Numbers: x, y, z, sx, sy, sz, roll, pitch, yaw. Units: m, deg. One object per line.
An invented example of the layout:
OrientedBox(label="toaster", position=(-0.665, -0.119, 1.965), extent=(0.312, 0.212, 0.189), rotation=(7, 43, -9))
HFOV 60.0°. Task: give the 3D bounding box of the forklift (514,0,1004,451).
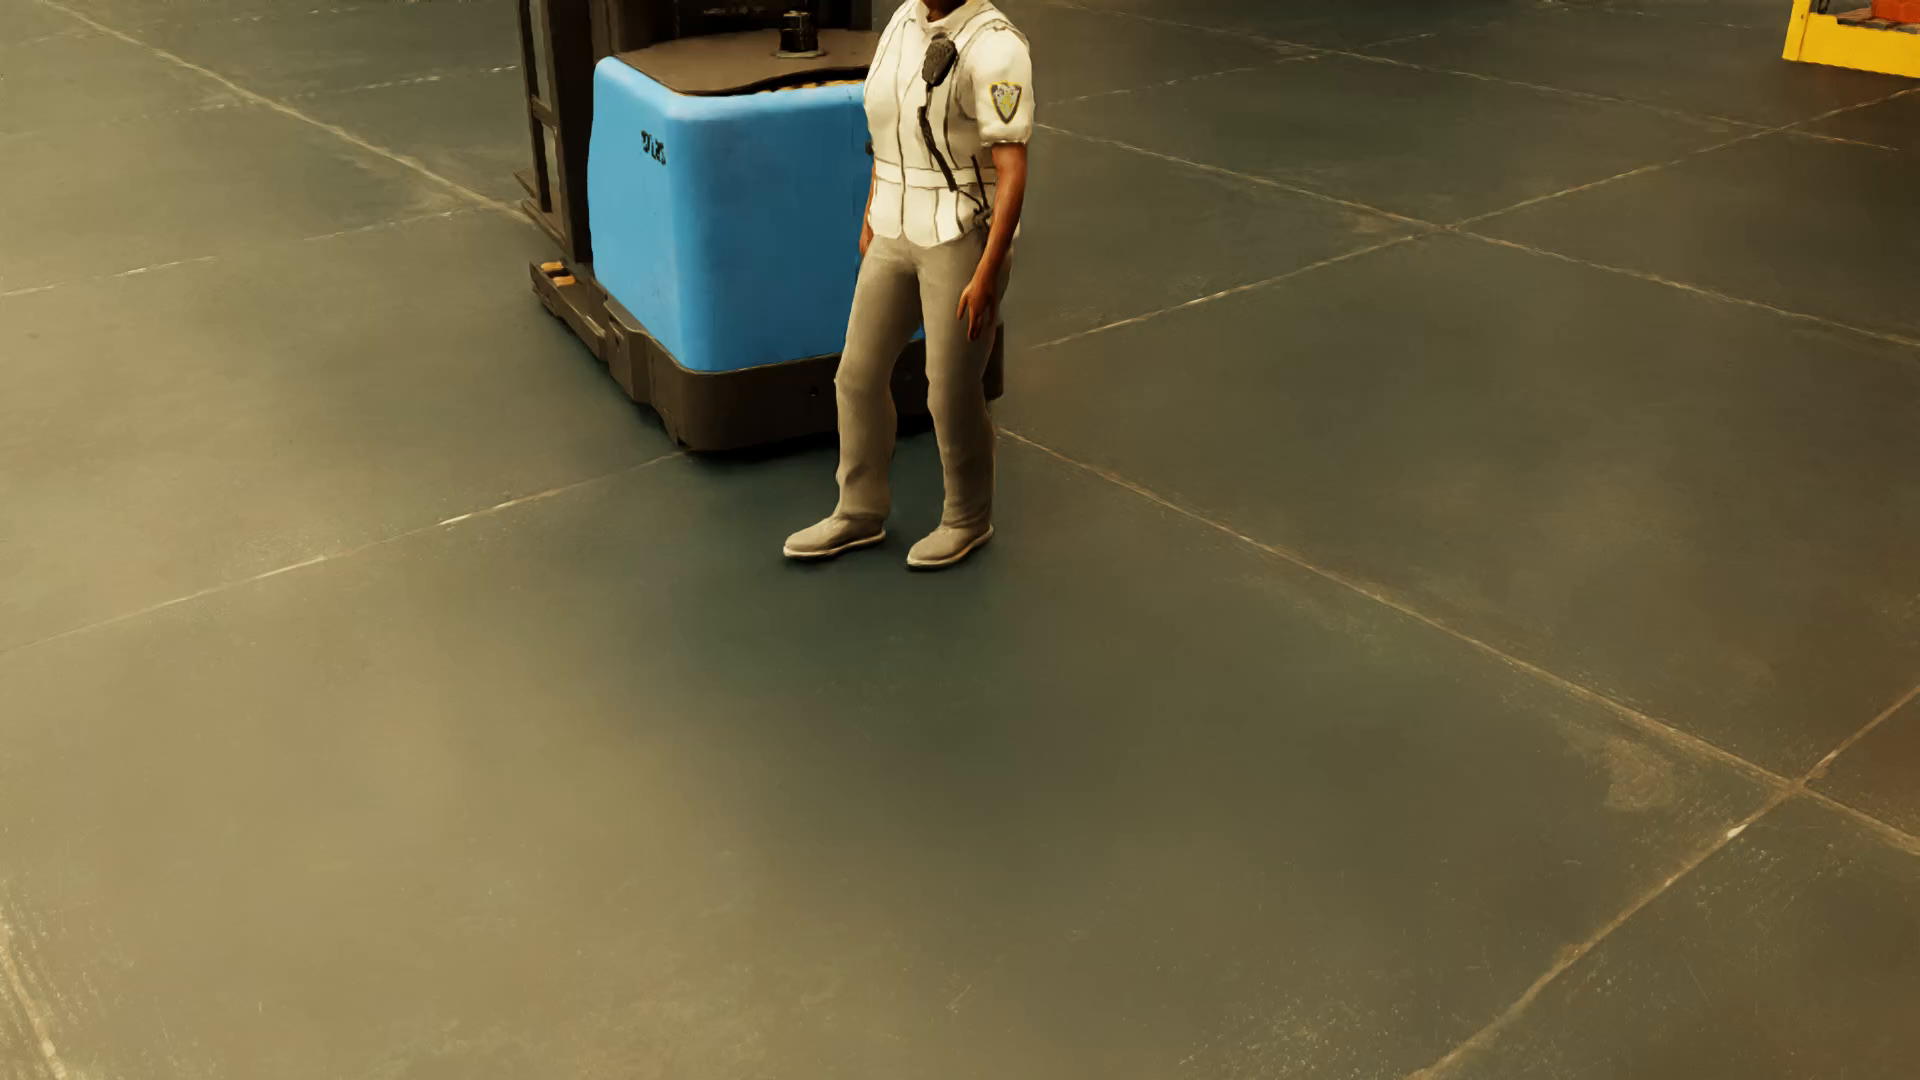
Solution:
OrientedBox(label="forklift", position=(-0.970, -2.199, 5.637), extent=(1.130, 2.935, 3.031), rotation=(-12, 29, -24))

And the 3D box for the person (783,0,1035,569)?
OrientedBox(label="person", position=(-0.108, -0.688, 4.017), extent=(0.515, 1.667, 0.591), rotation=(-24, 35, -39))
